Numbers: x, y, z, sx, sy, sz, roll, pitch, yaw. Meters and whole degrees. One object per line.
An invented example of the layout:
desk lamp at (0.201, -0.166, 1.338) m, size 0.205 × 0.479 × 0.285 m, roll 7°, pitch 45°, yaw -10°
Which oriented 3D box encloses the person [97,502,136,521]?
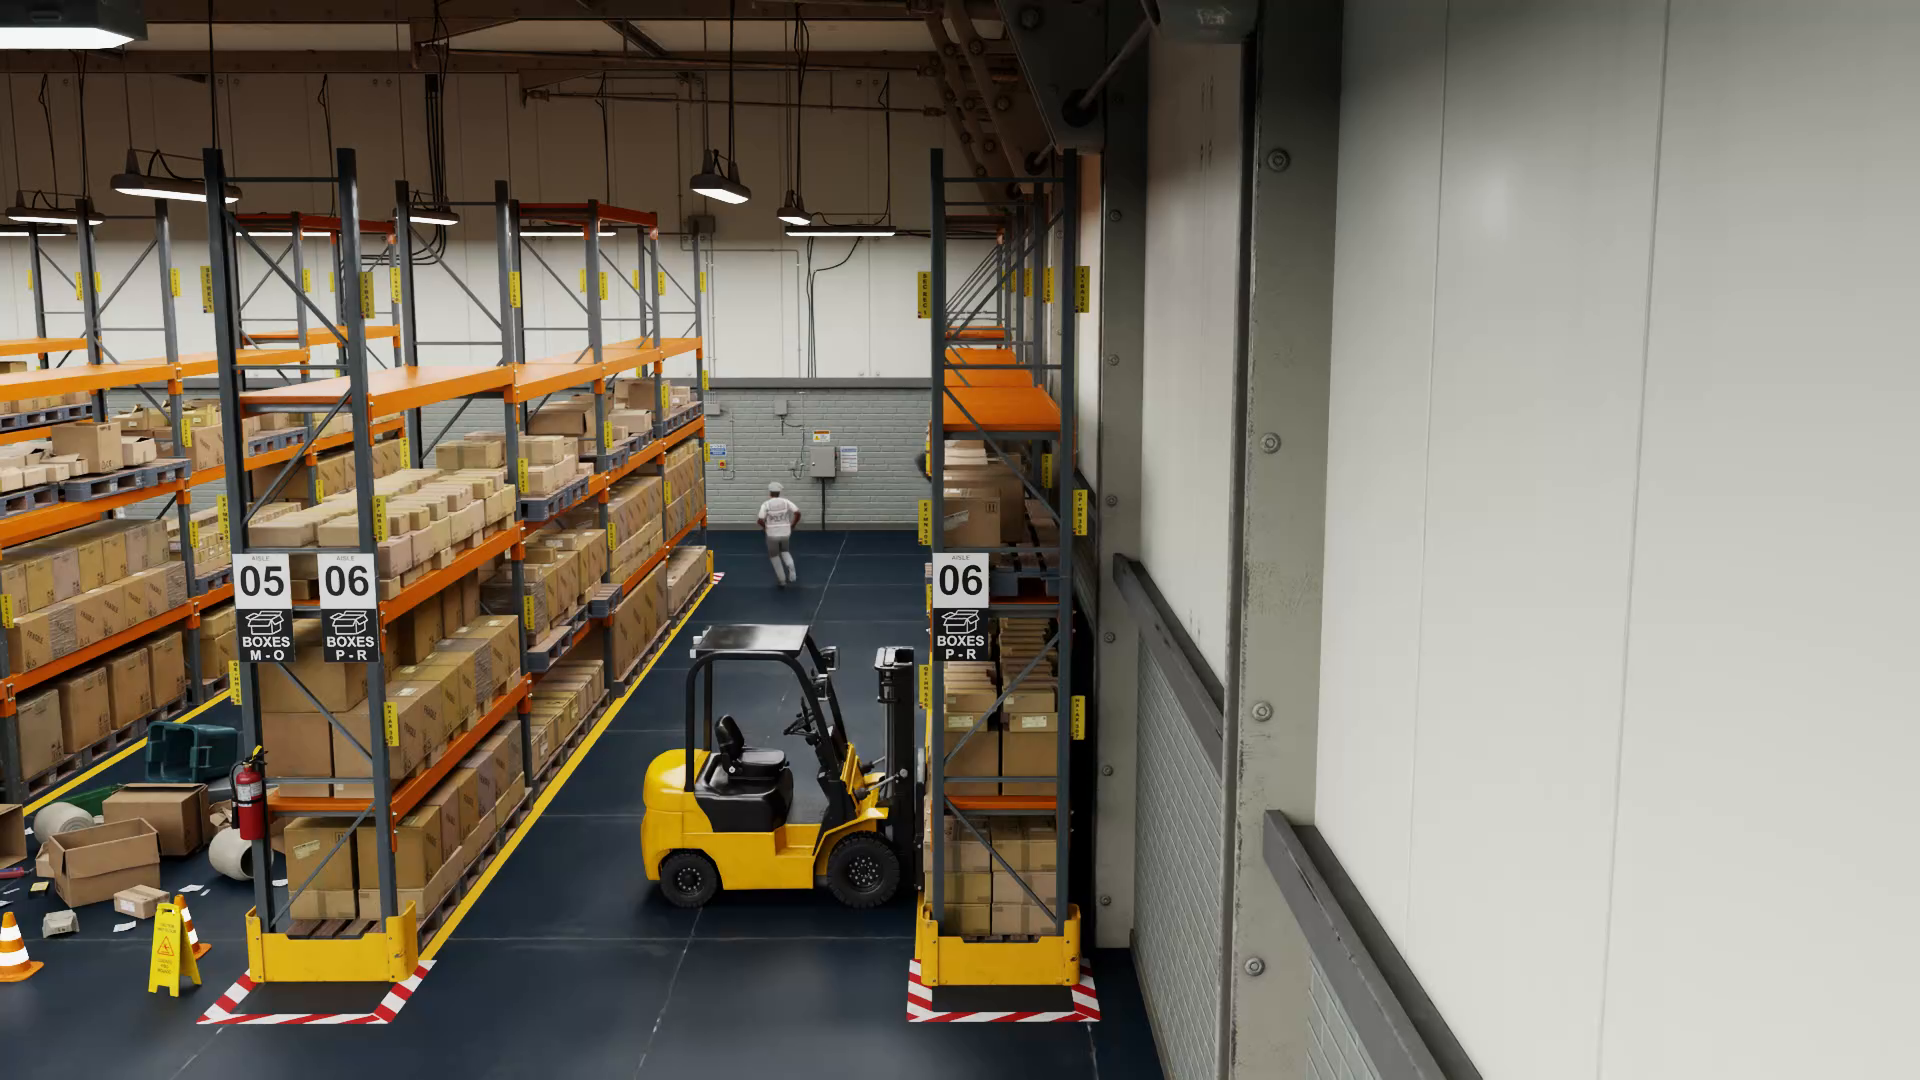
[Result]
person at (-14.850, -0.359, 29.190) m, size 0.721 × 1.780 × 0.686 m, roll 1°, pitch 9°, yaw 7°

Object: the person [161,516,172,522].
person at (-11.234, 0.535, 23.583) m, size 0.688 × 1.743 × 0.686 m, roll 0°, pitch 9°, yaw 1°

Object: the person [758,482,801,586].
person at (-3.041, -0.113, 27.703) m, size 0.700 × 1.723 × 0.527 m, roll -4°, pitch 10°, yaw -26°
